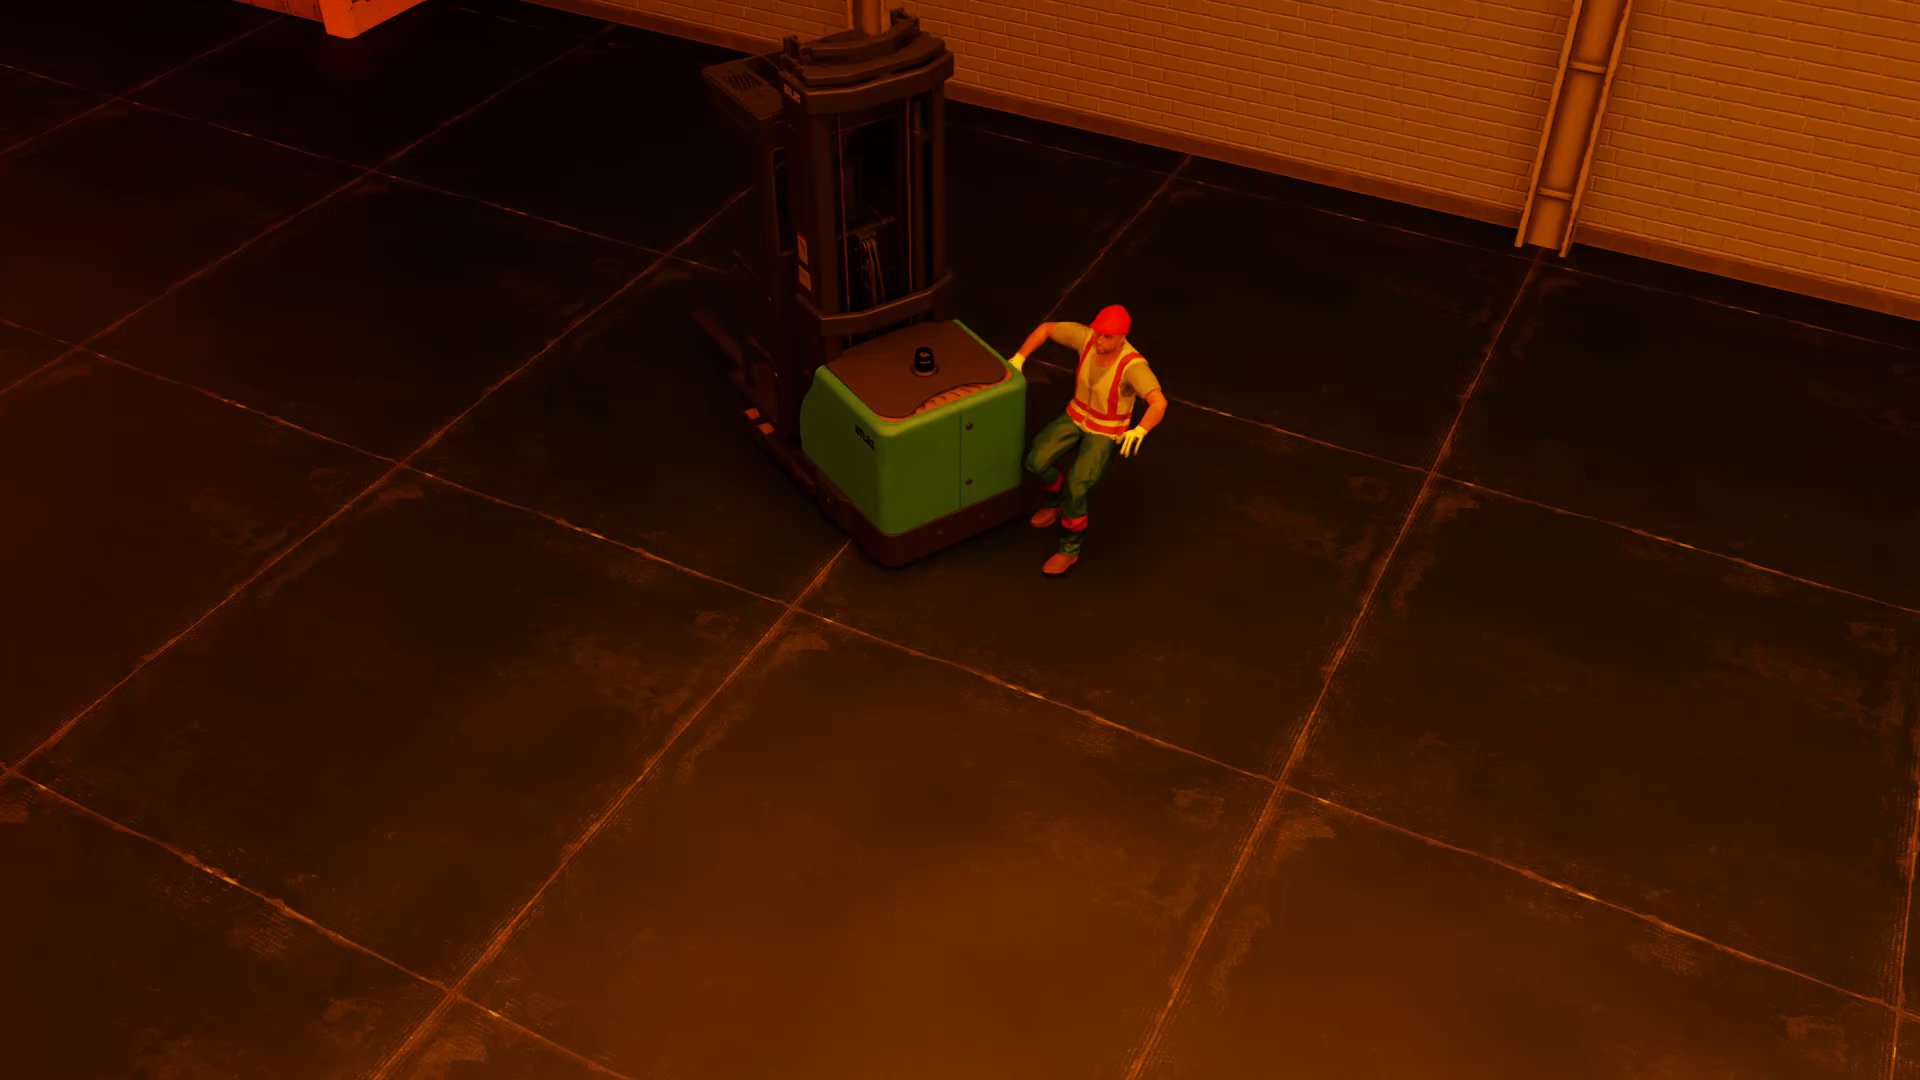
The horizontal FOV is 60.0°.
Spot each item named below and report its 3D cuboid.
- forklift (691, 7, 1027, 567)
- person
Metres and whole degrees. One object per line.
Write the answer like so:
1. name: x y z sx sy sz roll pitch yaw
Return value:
1. forklift: -0.815 -1.881 10.219 1.130 2.935 3.031 -23 45 -25
2. person: 0.663 -0.624 9.800 1.133 1.564 0.860 26 46 27
